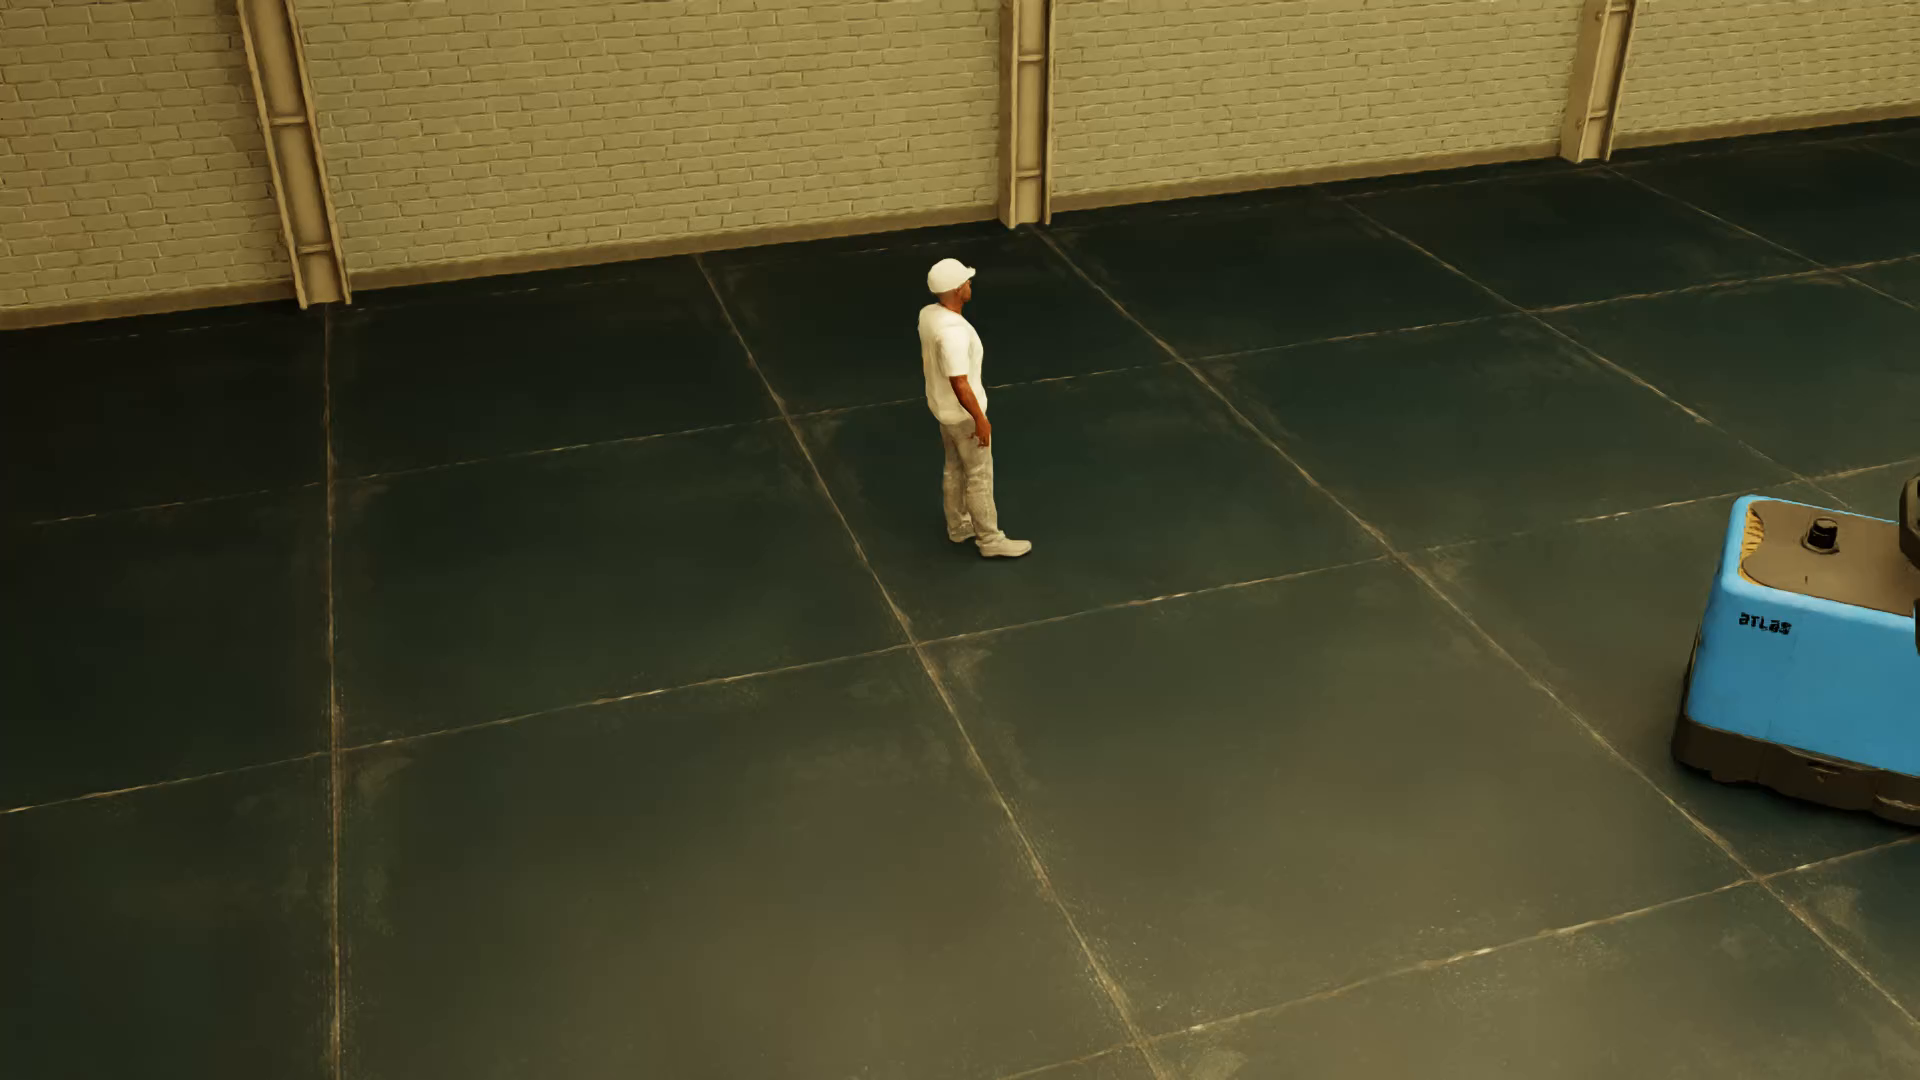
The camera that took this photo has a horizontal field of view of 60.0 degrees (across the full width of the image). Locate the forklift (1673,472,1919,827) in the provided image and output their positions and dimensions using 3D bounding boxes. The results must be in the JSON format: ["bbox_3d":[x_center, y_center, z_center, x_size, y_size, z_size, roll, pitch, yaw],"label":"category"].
[{"bbox_3d":[5.022,-0.047,7.169,3.031,2.935,1.130,14,33,22],"label":"forklift"}]

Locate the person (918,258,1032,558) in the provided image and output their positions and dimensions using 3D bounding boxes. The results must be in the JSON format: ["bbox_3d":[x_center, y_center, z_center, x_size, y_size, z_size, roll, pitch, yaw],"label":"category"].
[{"bbox_3d":[0.068,-0.780,9.597,0.576,1.766,0.665,-10,31,-16],"label":"person"}]
